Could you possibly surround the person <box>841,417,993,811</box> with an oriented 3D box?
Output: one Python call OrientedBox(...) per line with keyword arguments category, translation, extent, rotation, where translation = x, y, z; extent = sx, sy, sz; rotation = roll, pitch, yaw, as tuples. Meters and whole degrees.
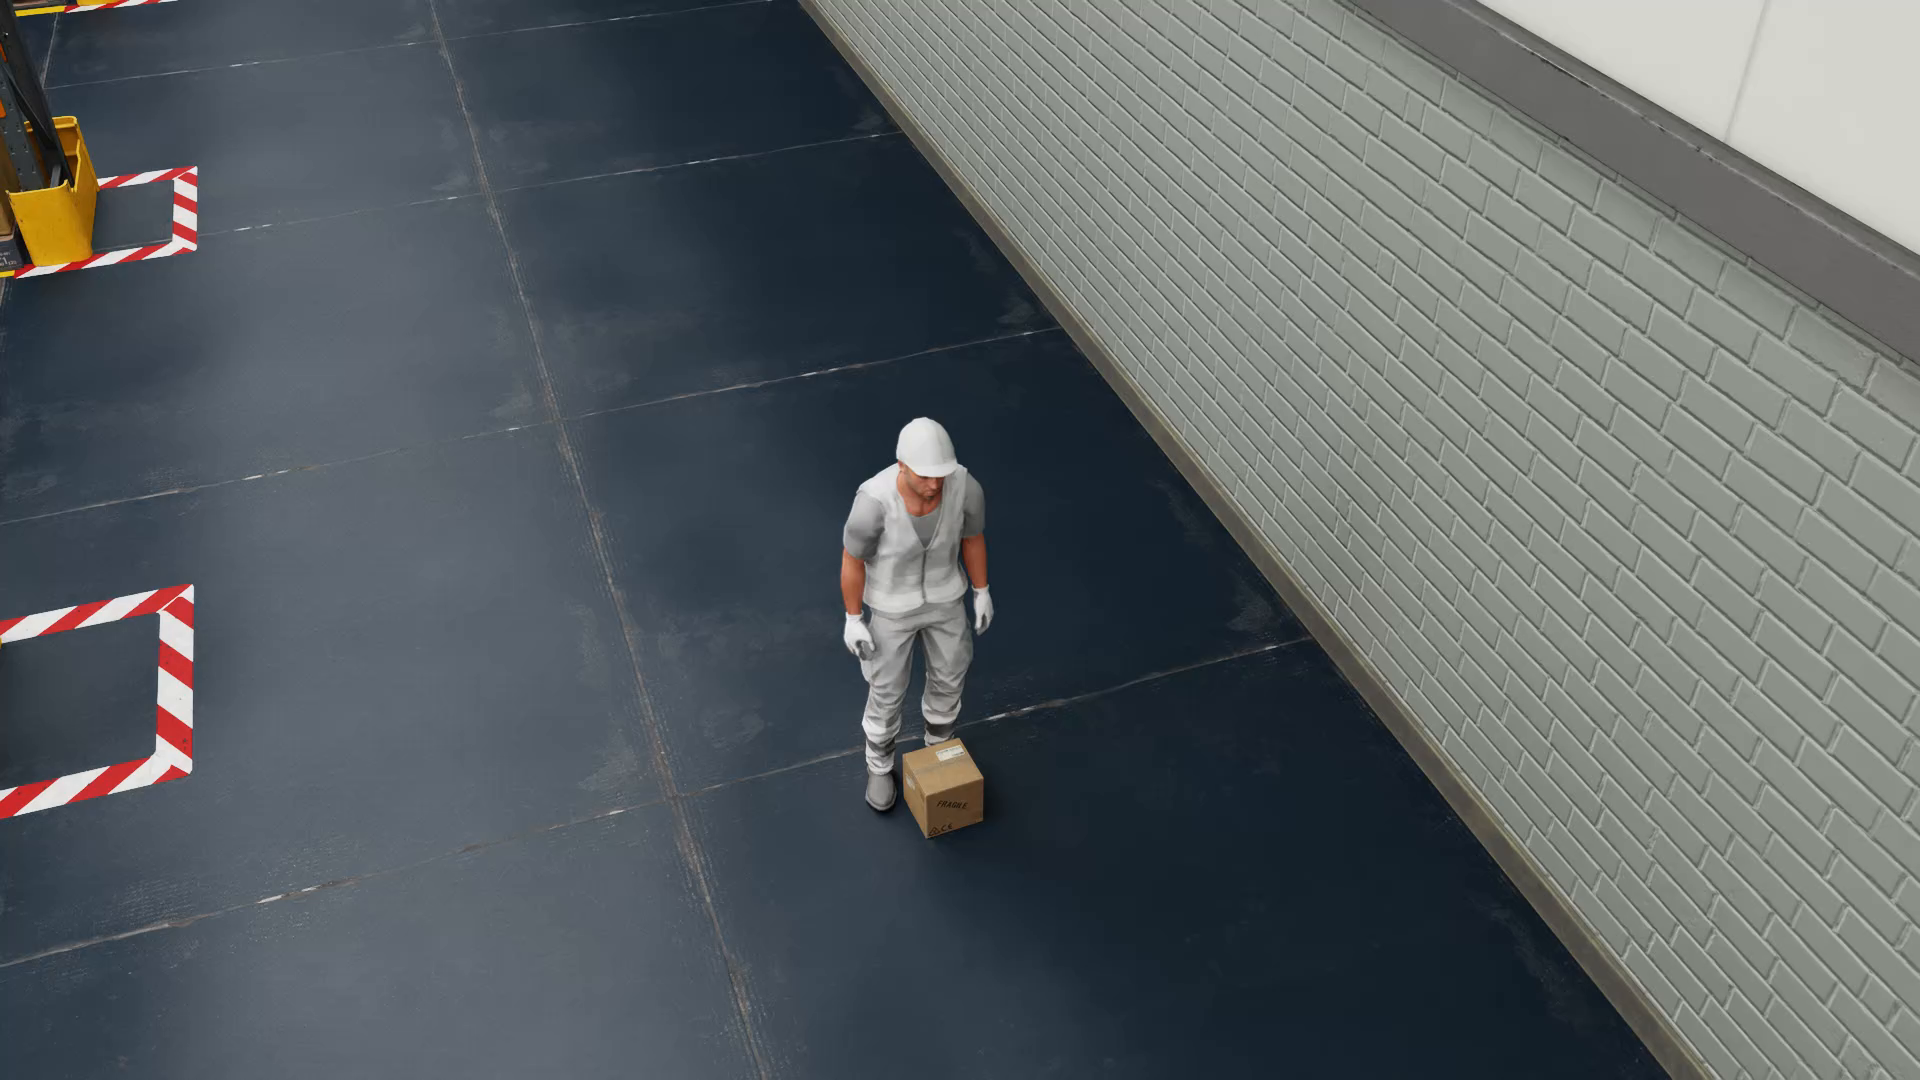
OrientedBox(category="person", translation=(-0.162, 0.268, 6.421), extent=(0.609, 1.779, 0.448), rotation=(-12, 39, -16))
